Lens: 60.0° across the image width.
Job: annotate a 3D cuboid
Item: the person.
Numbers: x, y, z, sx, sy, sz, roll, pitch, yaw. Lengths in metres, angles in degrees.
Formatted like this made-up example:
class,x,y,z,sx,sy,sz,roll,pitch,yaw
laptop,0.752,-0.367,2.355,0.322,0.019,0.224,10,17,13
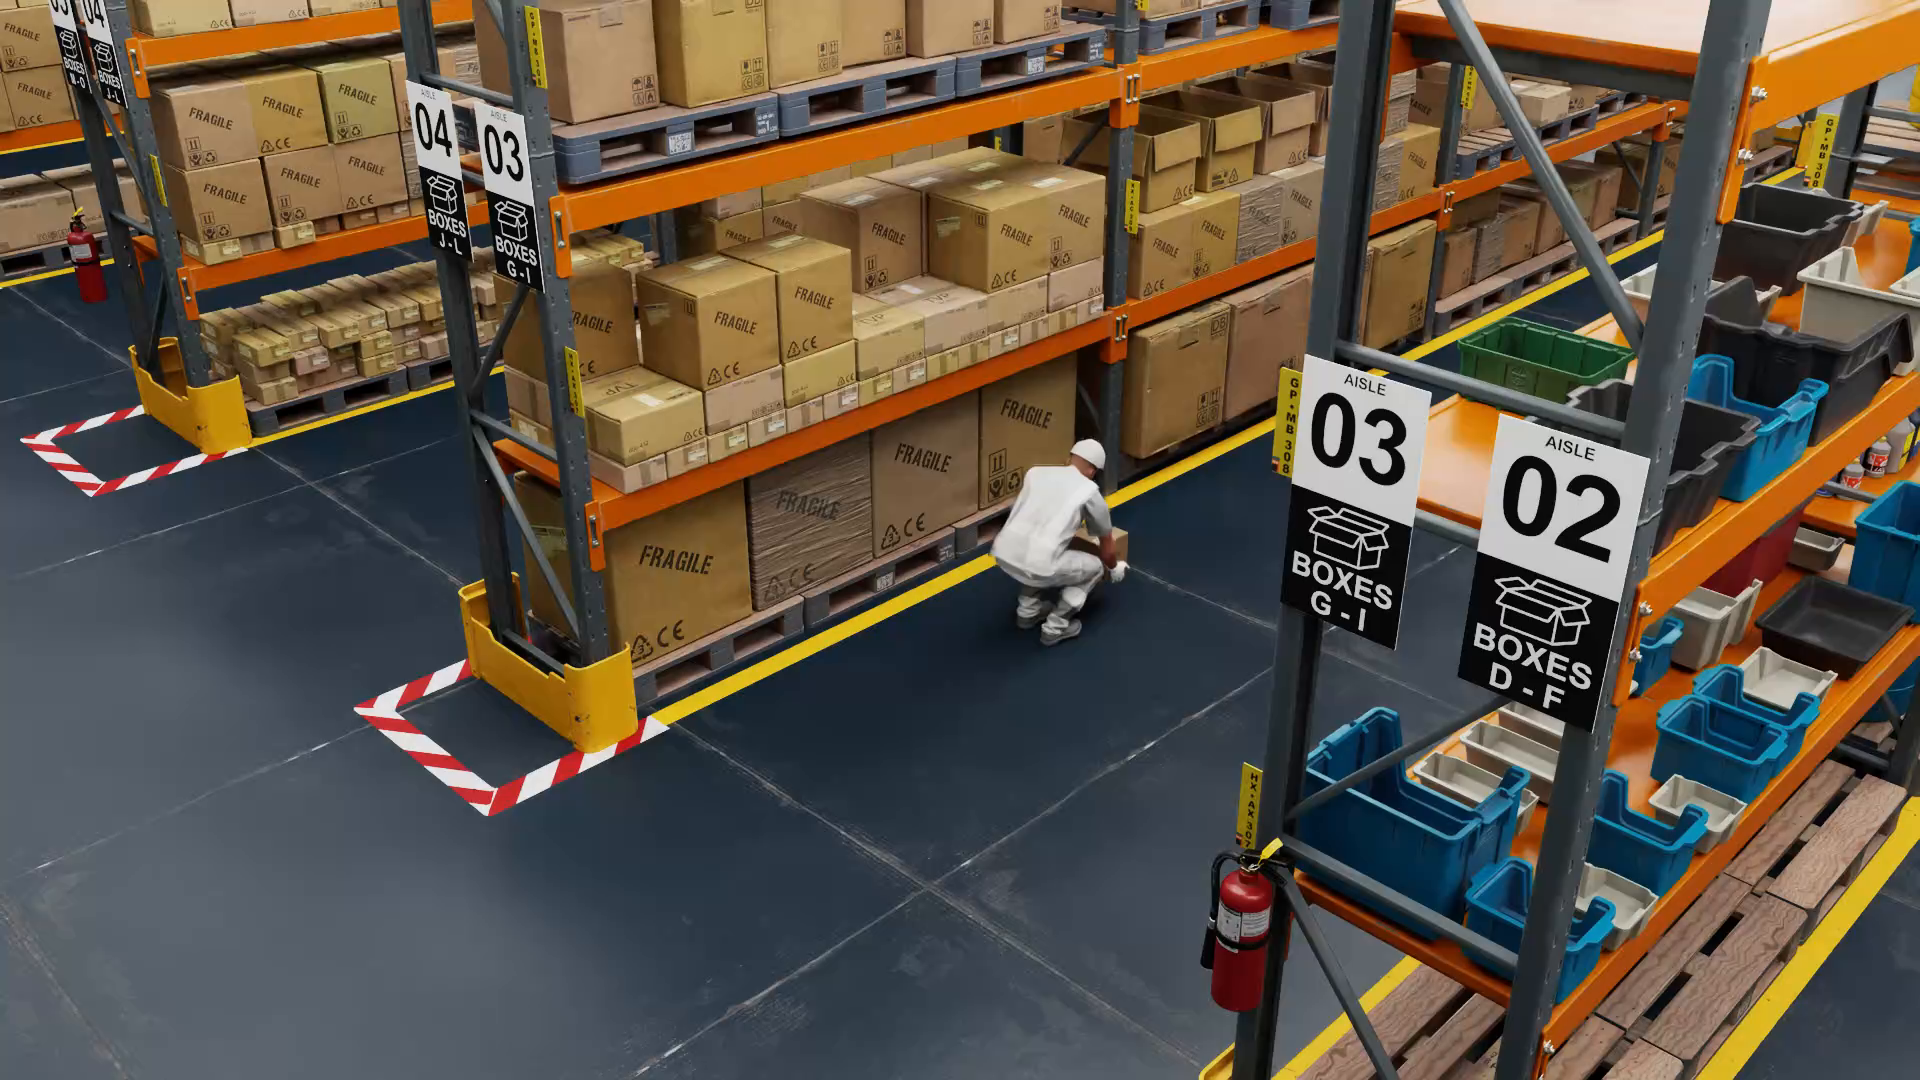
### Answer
class,x,y,z,sx,sy,sz,roll,pitch,yaw
person,0.534,0.008,9.395,0.573,1.040,0.873,24,36,38
